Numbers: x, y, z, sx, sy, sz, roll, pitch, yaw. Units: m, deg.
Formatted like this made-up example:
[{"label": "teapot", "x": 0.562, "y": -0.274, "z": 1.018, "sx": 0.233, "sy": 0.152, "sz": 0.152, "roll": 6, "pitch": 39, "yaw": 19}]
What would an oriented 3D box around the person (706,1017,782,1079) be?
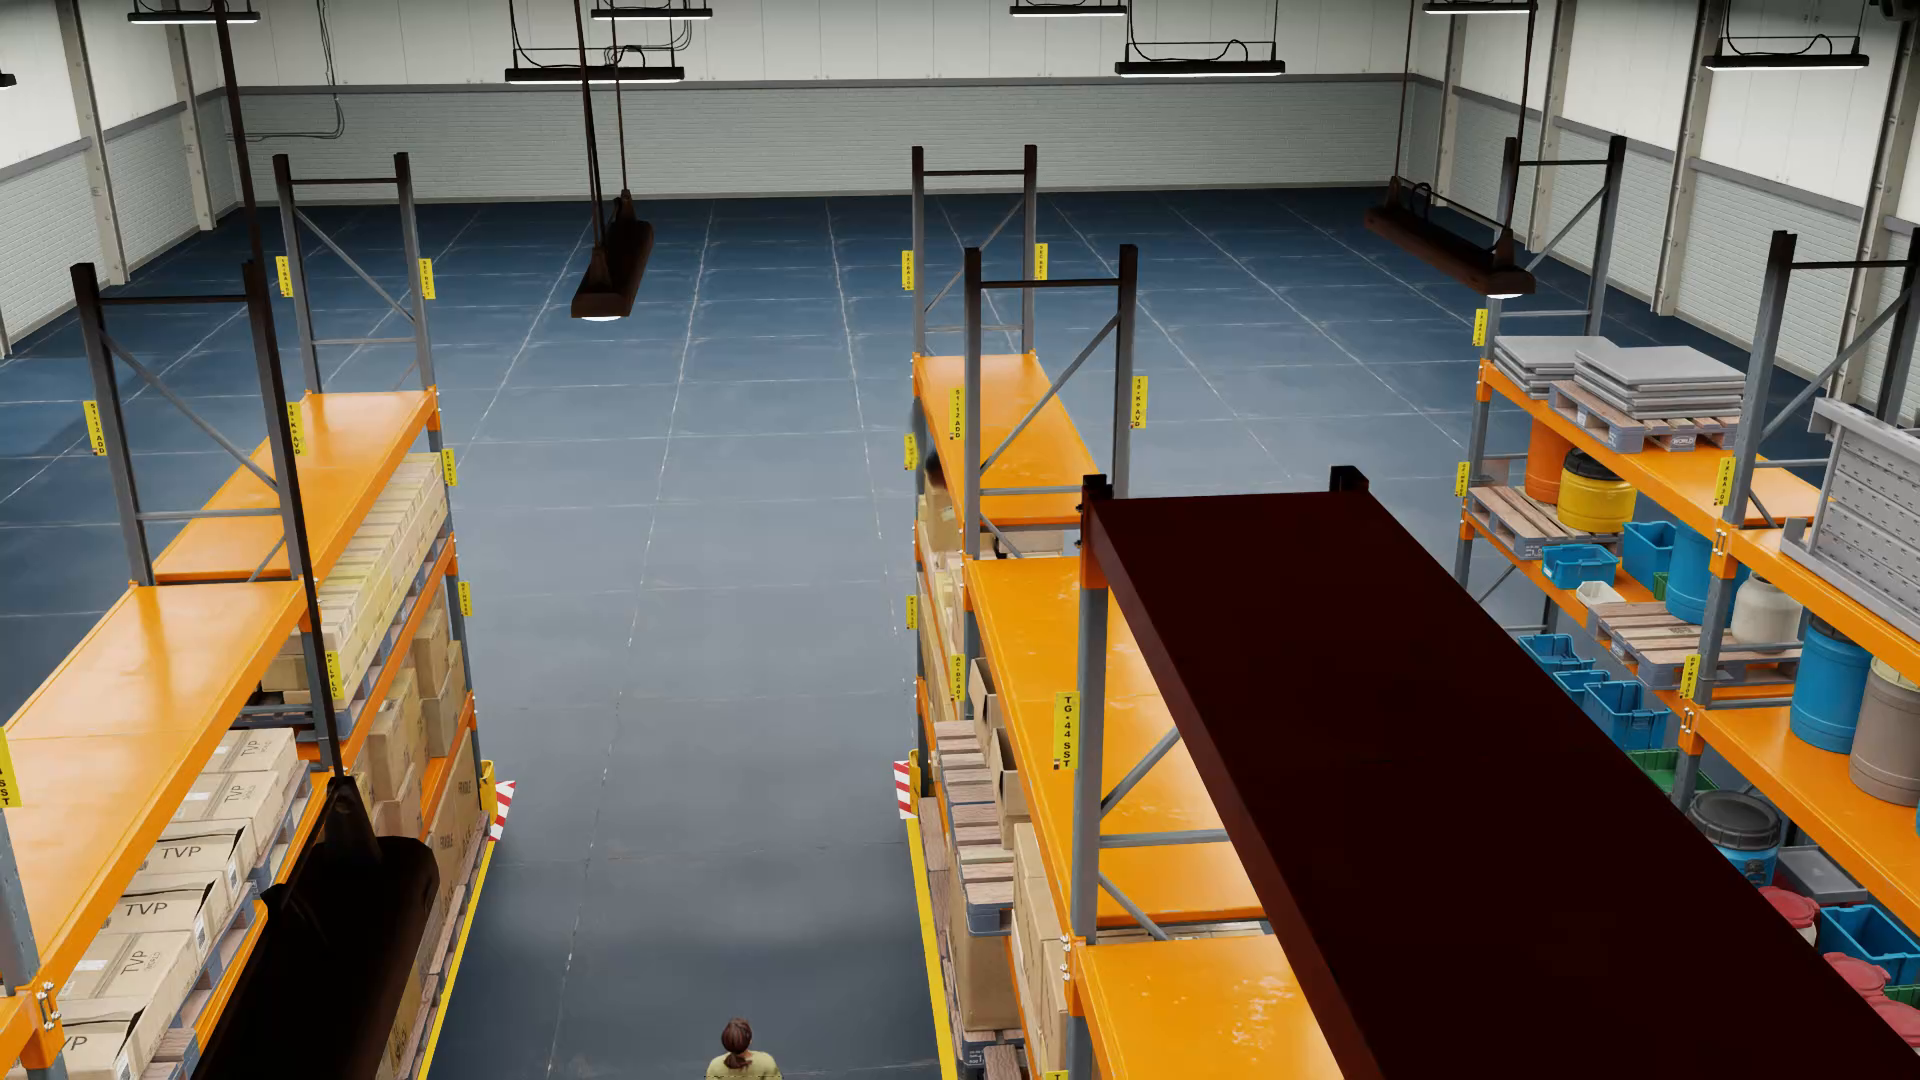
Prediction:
[{"label": "person", "x": -1.333, "y": 3.588, "z": 10.372, "sx": 0.527, "sy": 1.615, "sz": 0.996, "roll": -7, "pitch": 23, "yaw": -17}]
